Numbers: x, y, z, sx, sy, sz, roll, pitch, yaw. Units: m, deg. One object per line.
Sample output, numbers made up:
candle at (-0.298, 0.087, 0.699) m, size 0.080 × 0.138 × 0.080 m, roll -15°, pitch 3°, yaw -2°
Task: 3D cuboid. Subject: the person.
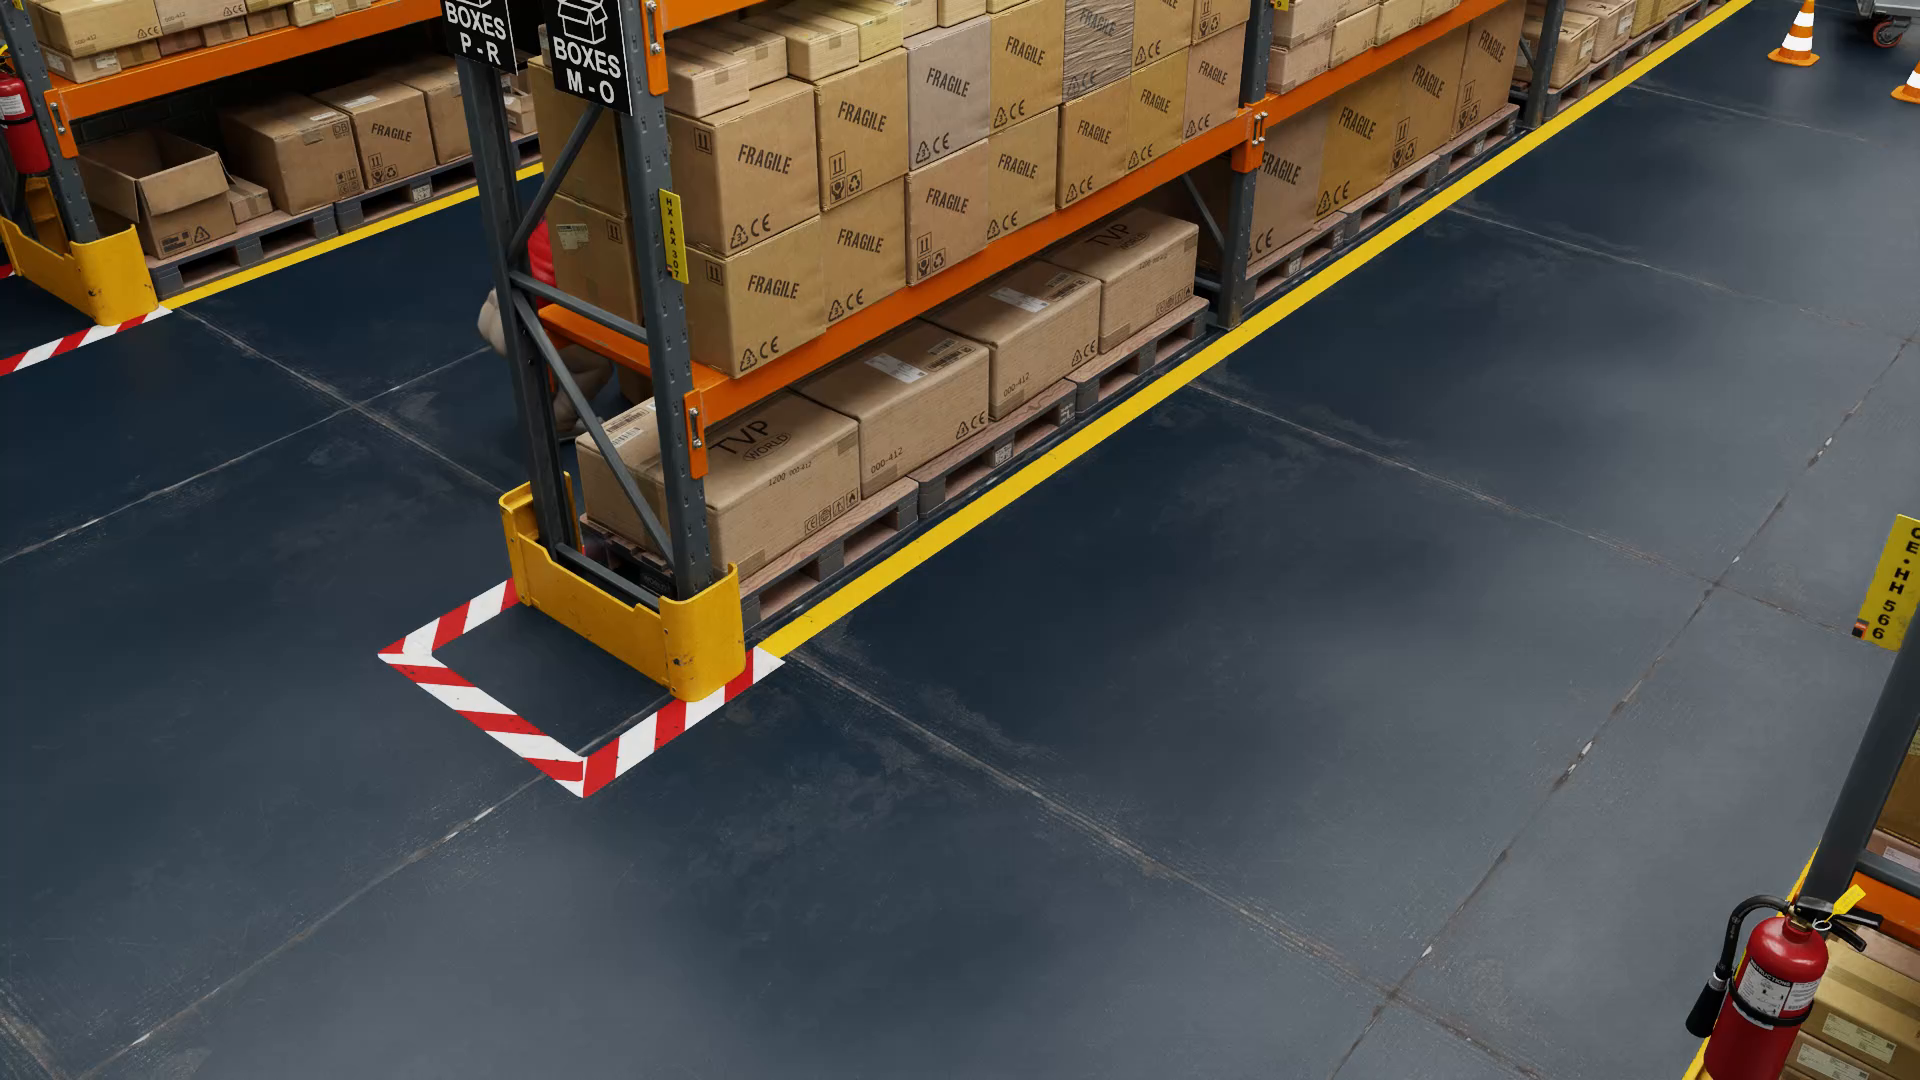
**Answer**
person at (-1.981, -1.104, 8.276) m, size 0.823 × 1.130 × 0.576 m, roll -22°, pitch 40°, yaw -28°
